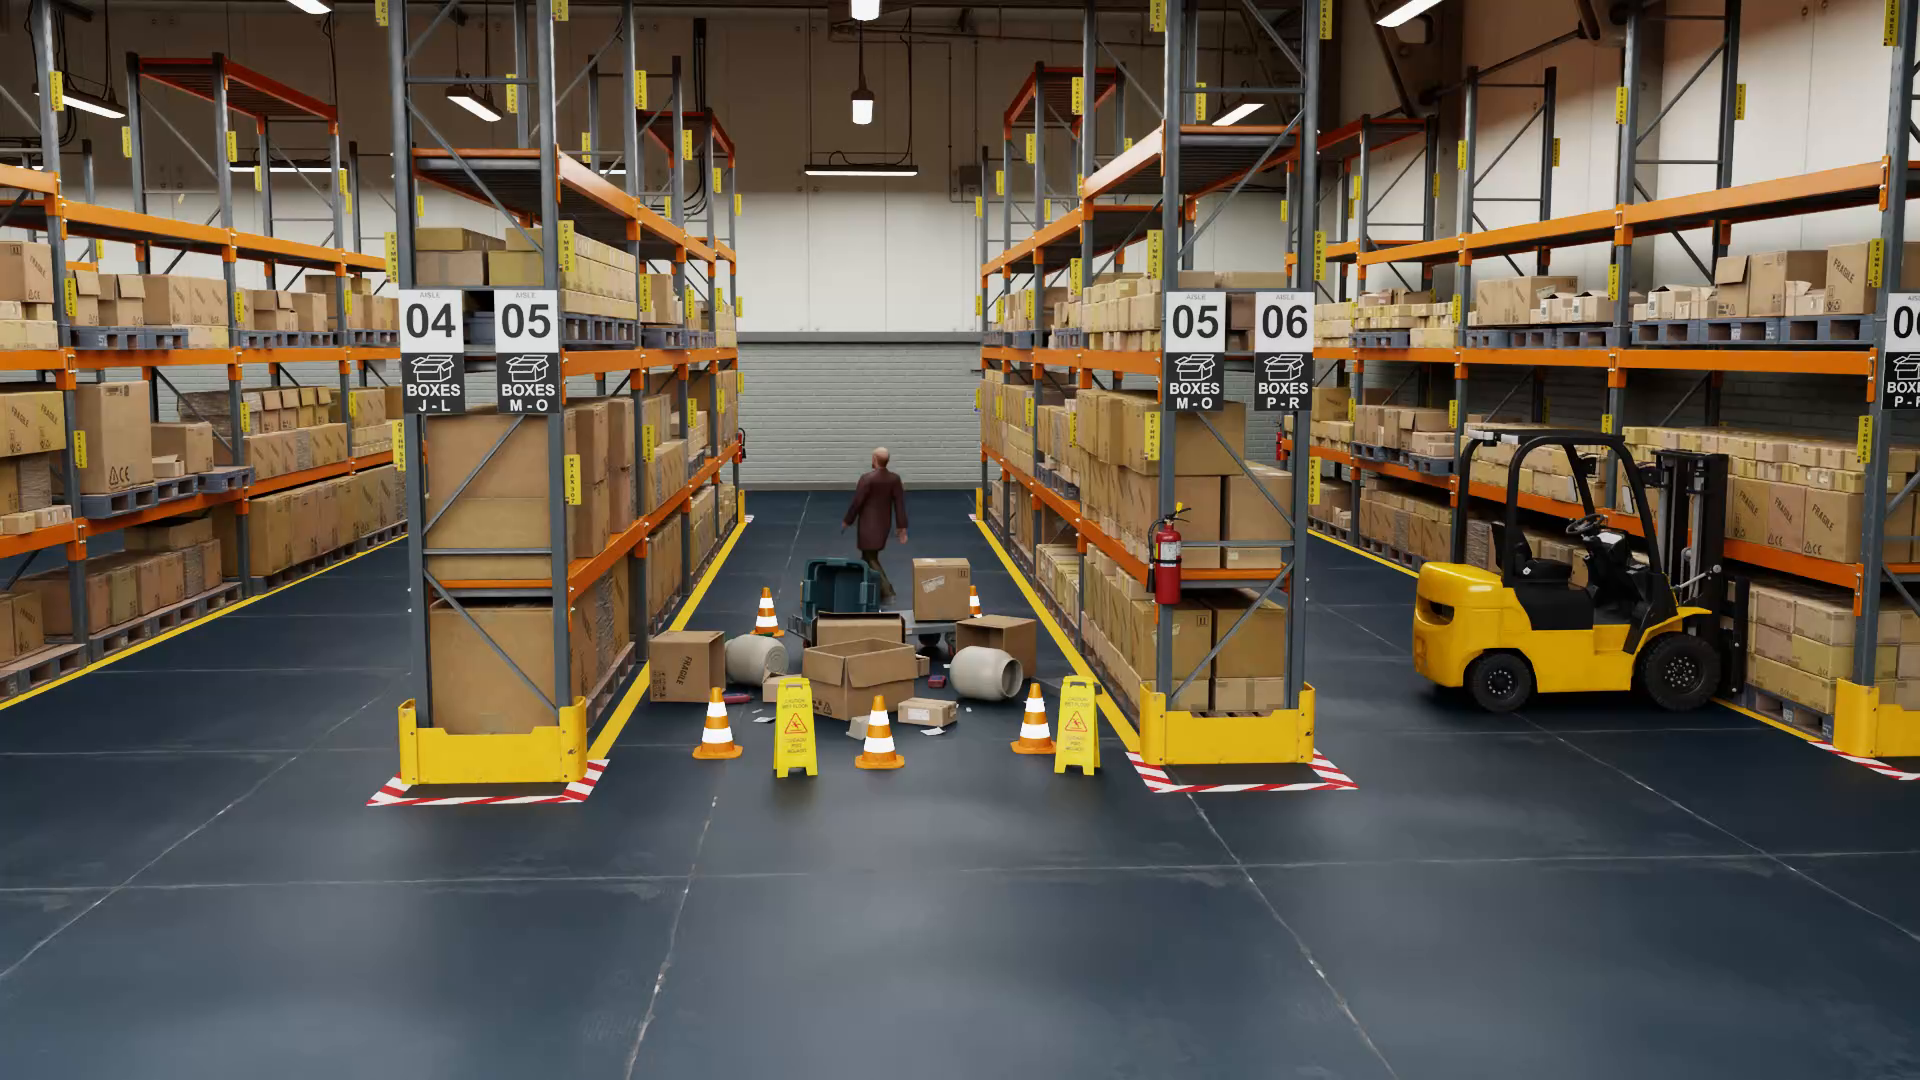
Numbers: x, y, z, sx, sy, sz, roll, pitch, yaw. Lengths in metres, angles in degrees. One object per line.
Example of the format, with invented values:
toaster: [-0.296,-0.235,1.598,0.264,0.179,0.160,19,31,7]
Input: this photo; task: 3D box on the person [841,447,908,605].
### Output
person: [-1.032,-0.163,18.205,1.014,1.718,0.637,6,9,42]
